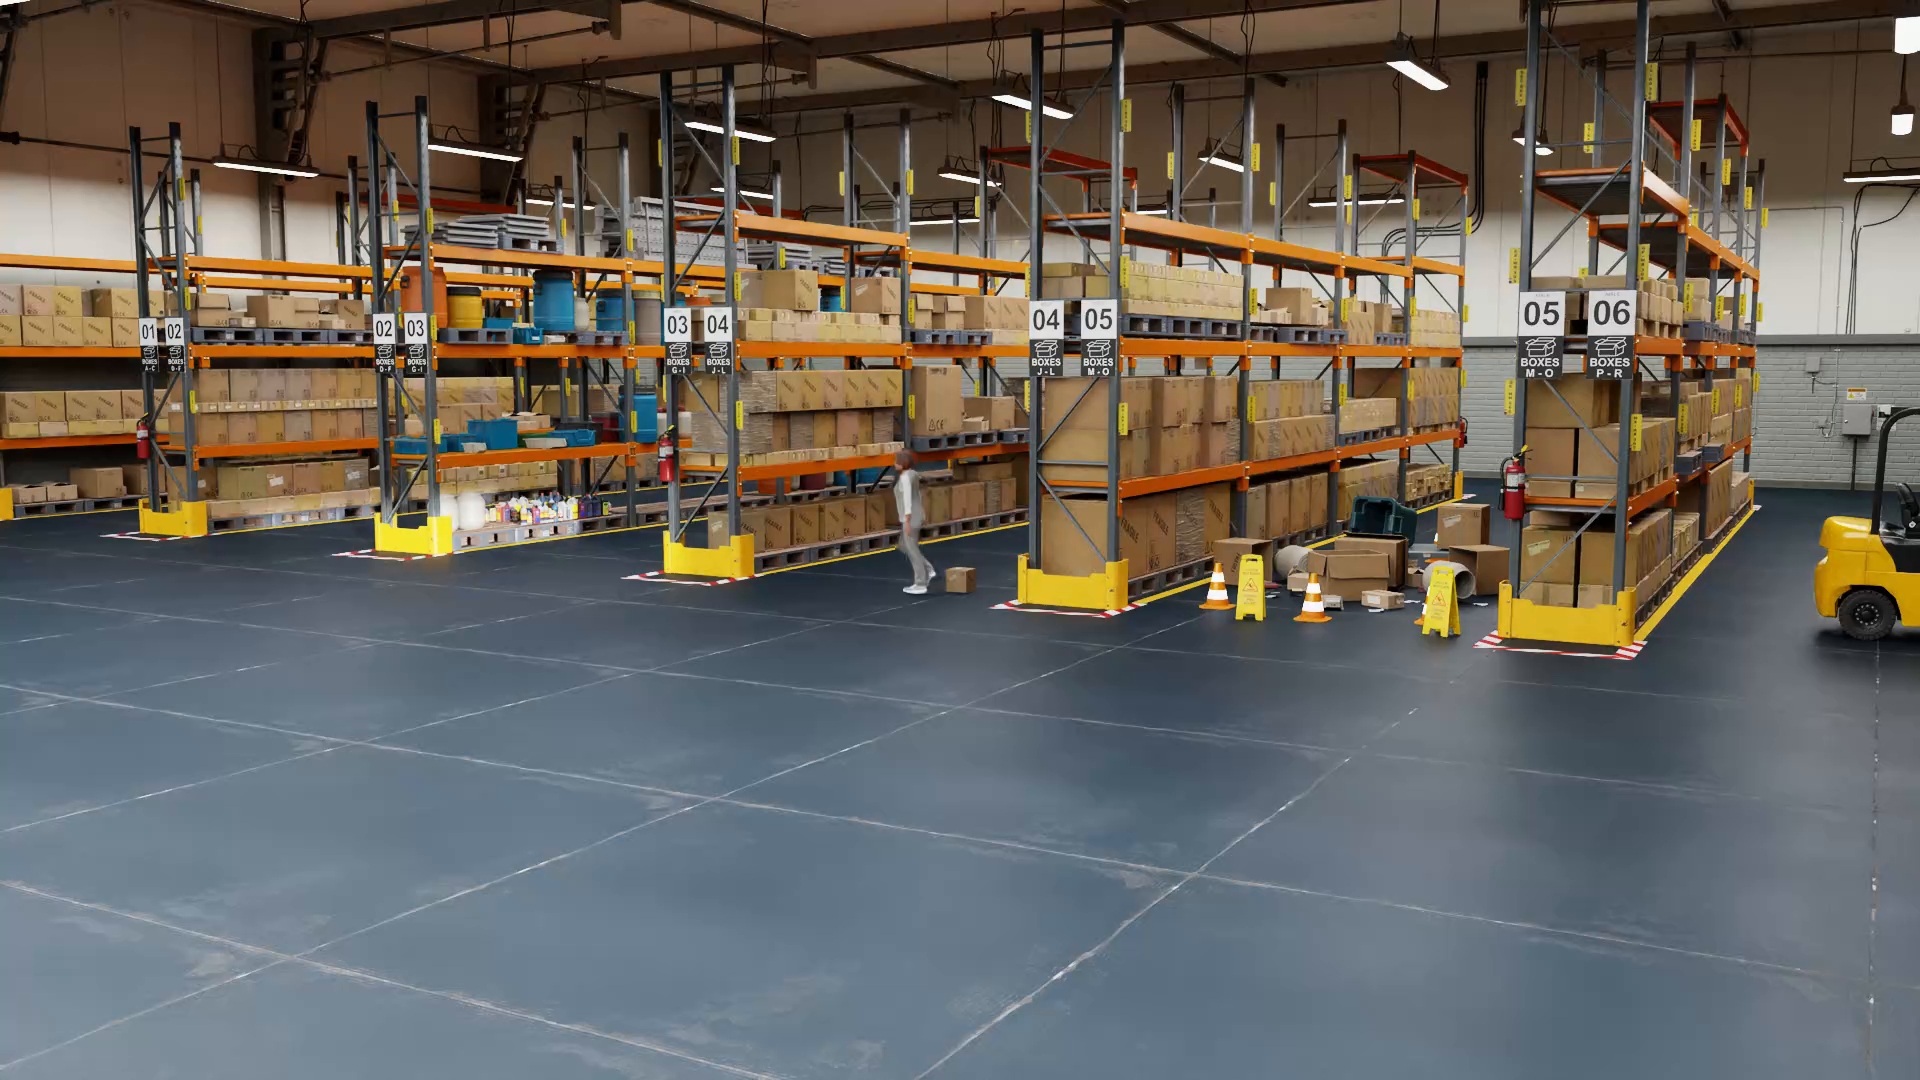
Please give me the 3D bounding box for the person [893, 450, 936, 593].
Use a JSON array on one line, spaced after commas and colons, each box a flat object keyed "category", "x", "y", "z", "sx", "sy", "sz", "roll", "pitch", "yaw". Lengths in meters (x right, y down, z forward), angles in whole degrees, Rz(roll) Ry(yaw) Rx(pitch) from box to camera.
[{"category": "person", "x": -0.498, "y": -0.204, "z": 18.365, "sx": 0.449, "sy": 1.588, "sz": 0.470, "roll": 1, "pitch": 6, "yaw": 8}]
